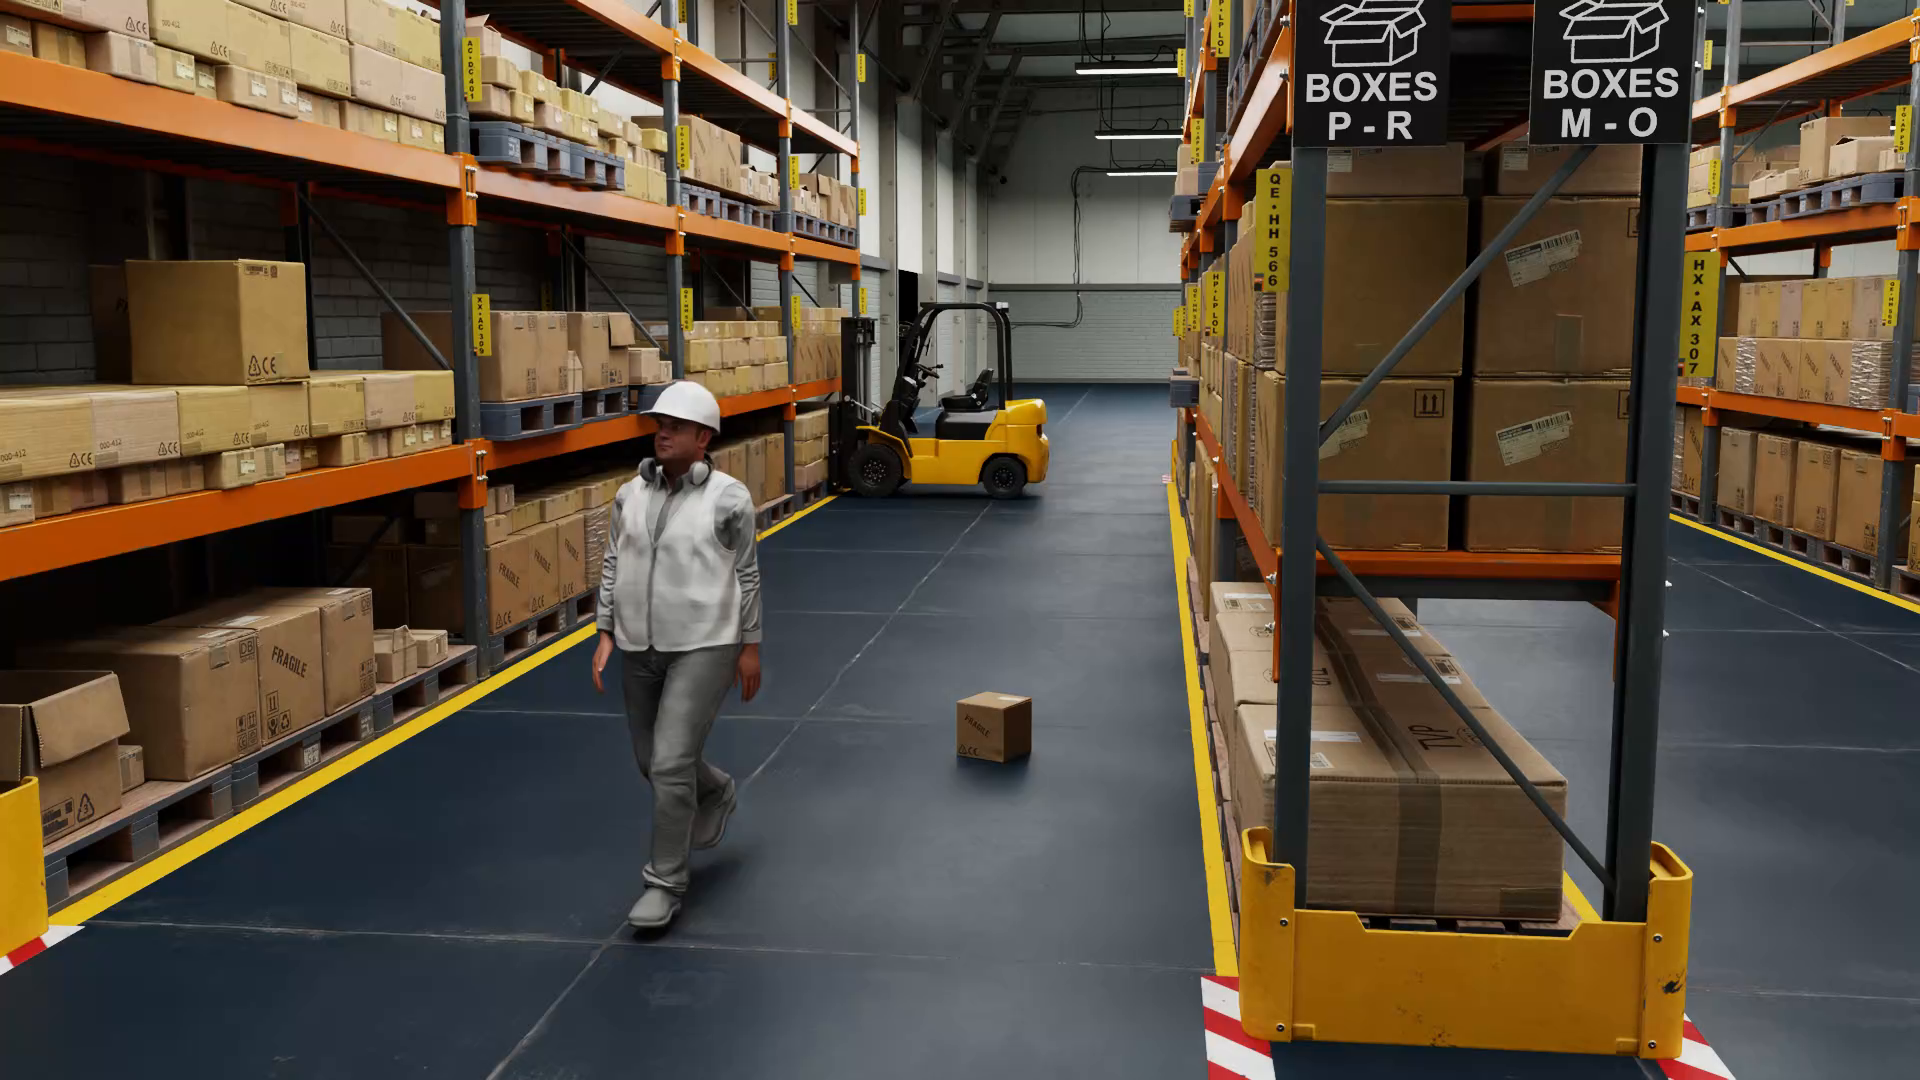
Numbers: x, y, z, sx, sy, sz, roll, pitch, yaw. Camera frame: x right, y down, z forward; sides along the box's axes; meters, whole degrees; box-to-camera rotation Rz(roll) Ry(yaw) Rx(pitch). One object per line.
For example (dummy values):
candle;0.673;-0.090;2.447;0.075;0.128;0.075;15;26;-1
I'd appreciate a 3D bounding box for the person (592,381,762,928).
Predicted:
person;-0.954;0.339;5.605;0.550;1.741;0.919;3;8;21
